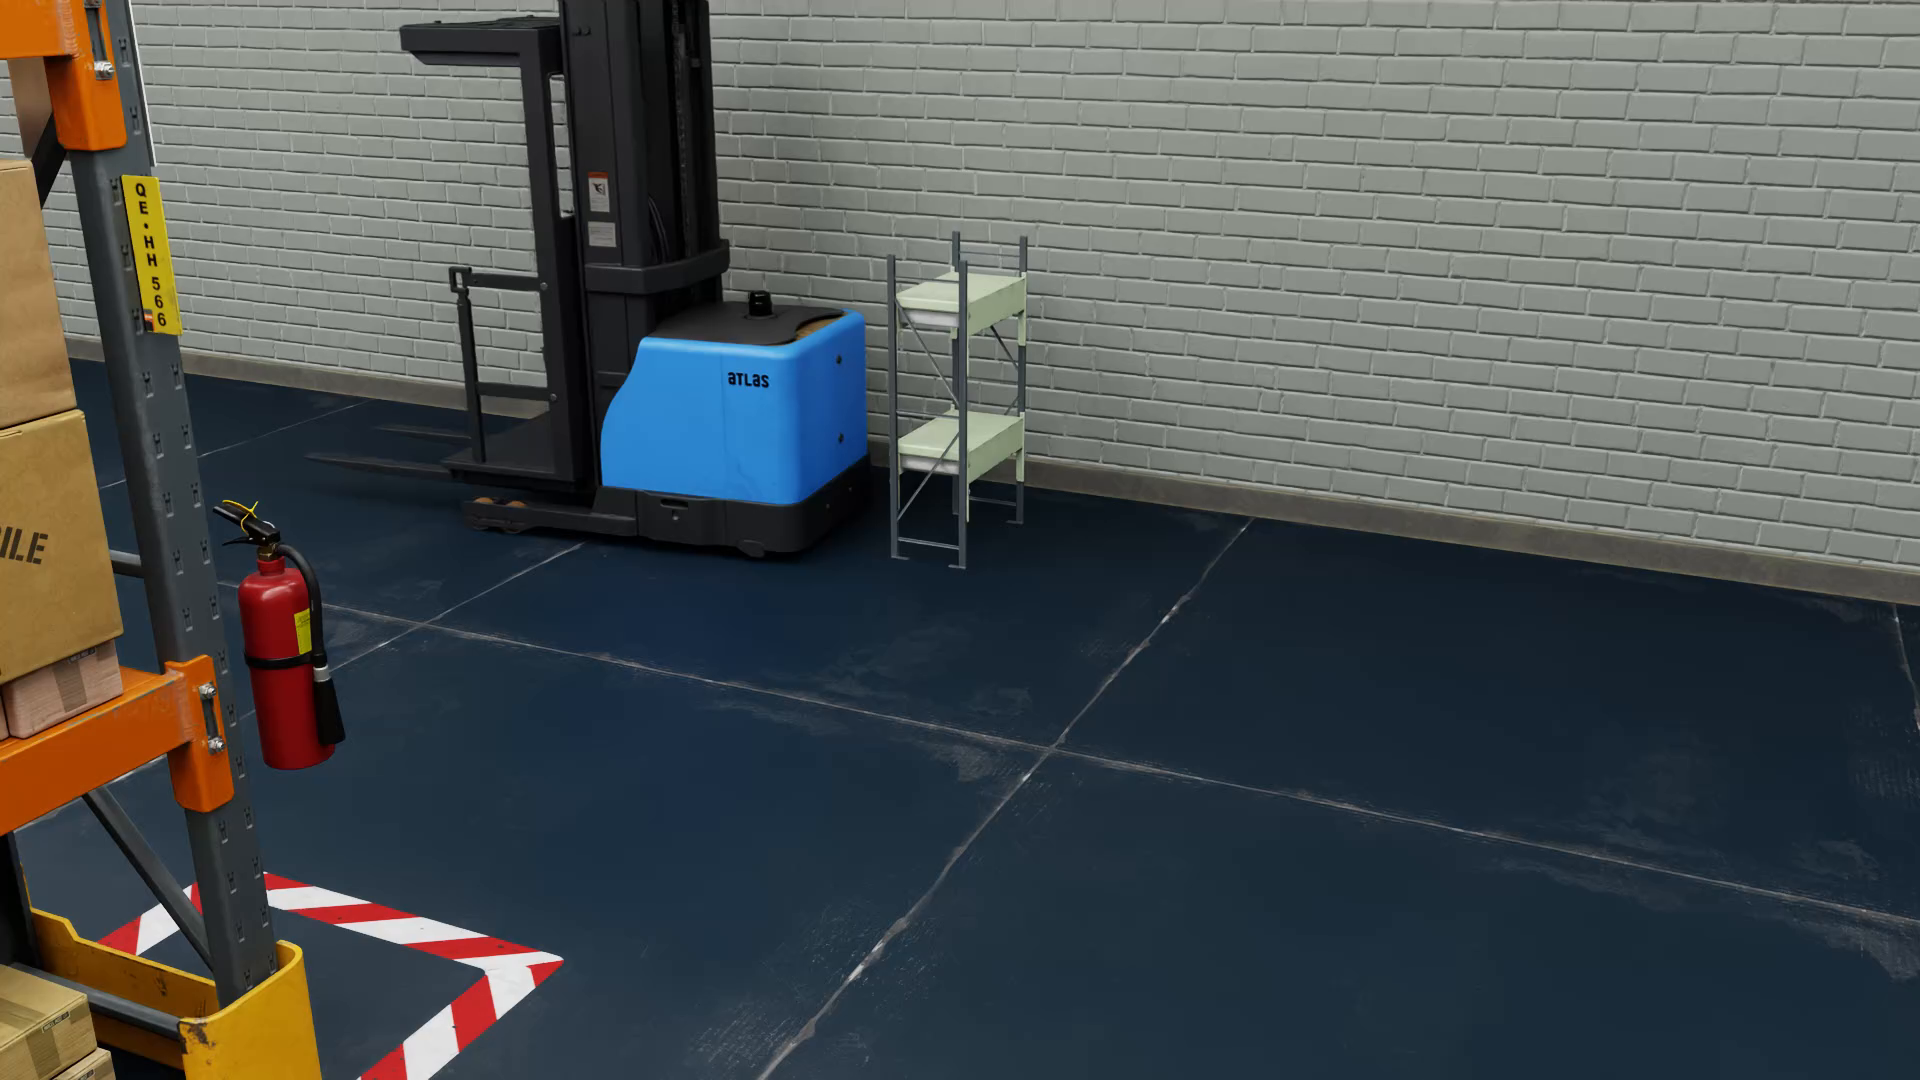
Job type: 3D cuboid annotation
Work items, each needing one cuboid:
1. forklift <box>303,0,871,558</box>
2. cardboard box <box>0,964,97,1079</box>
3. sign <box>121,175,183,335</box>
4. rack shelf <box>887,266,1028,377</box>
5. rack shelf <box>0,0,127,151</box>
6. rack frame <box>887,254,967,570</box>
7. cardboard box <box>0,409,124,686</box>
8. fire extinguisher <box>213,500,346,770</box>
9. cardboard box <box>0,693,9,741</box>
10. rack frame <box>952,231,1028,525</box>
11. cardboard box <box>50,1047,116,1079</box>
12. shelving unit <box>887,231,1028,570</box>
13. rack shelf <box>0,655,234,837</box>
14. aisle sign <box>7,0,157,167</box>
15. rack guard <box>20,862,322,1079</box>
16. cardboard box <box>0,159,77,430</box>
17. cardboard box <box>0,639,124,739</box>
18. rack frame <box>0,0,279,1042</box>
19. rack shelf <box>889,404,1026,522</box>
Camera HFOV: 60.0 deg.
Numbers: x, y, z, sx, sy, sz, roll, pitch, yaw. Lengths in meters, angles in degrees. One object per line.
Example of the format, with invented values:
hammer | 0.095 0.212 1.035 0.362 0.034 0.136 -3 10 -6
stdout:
forklift | -2.051 -1.571 8.511 3.031 2.935 1.130 6 21 18
cardboard box | -2.158 1.085 3.682 0.380 0.149 0.250 9 21 23
sign | -1.675 -0.589 3.448 0.100 0.325 0.005 9 21 23
rack shelf | -0.003 -1.072 8.081 0.431 0.370 0.720 9 21 23
rack shelf | -2.992 -0.440 1.826 1.077 0.370 4.000 9 21 23
rack frame | -0.153 -0.593 7.897 0.400 1.500 0.023 9 21 23
cardboard box | -2.122 0.009 3.375 0.500 0.500 0.500 9 21 24
fire extinguisher | -1.649 0.222 4.041 0.296 0.674 0.183 9 21 23
cardboard box | -2.185 0.351 3.380 0.380 0.149 0.250 9 21 23
rack frame | 0.147 -0.816 8.526 0.400 1.500 0.023 9 21 23
cardboard box | -2.129 1.229 3.720 0.380 0.149 0.250 8 21 21
shelving unit | -0.003 -0.705 8.212 0.431 1.500 0.755 9 21 23
rack shelf | -2.992 0.974 2.328 1.077 0.370 4.000 9 21 23
aisle sign | -1.869 -1.183 3.438 0.394 0.787 0.004 9 21 23
rack guard | -2.204 1.224 4.280 1.175 0.500 0.348 9 21 23
cardboard box | -2.133 -0.461 3.203 0.500 0.500 0.500 8 21 22
cardboard box | -2.048 0.280 3.580 0.380 0.149 0.250 9 21 23
rack frame | -2.173 0.023 3.927 1.000 3.000 0.127 9 21 23
rack shelf | -0.003 -0.397 8.321 0.431 0.370 0.720 9 21 23
